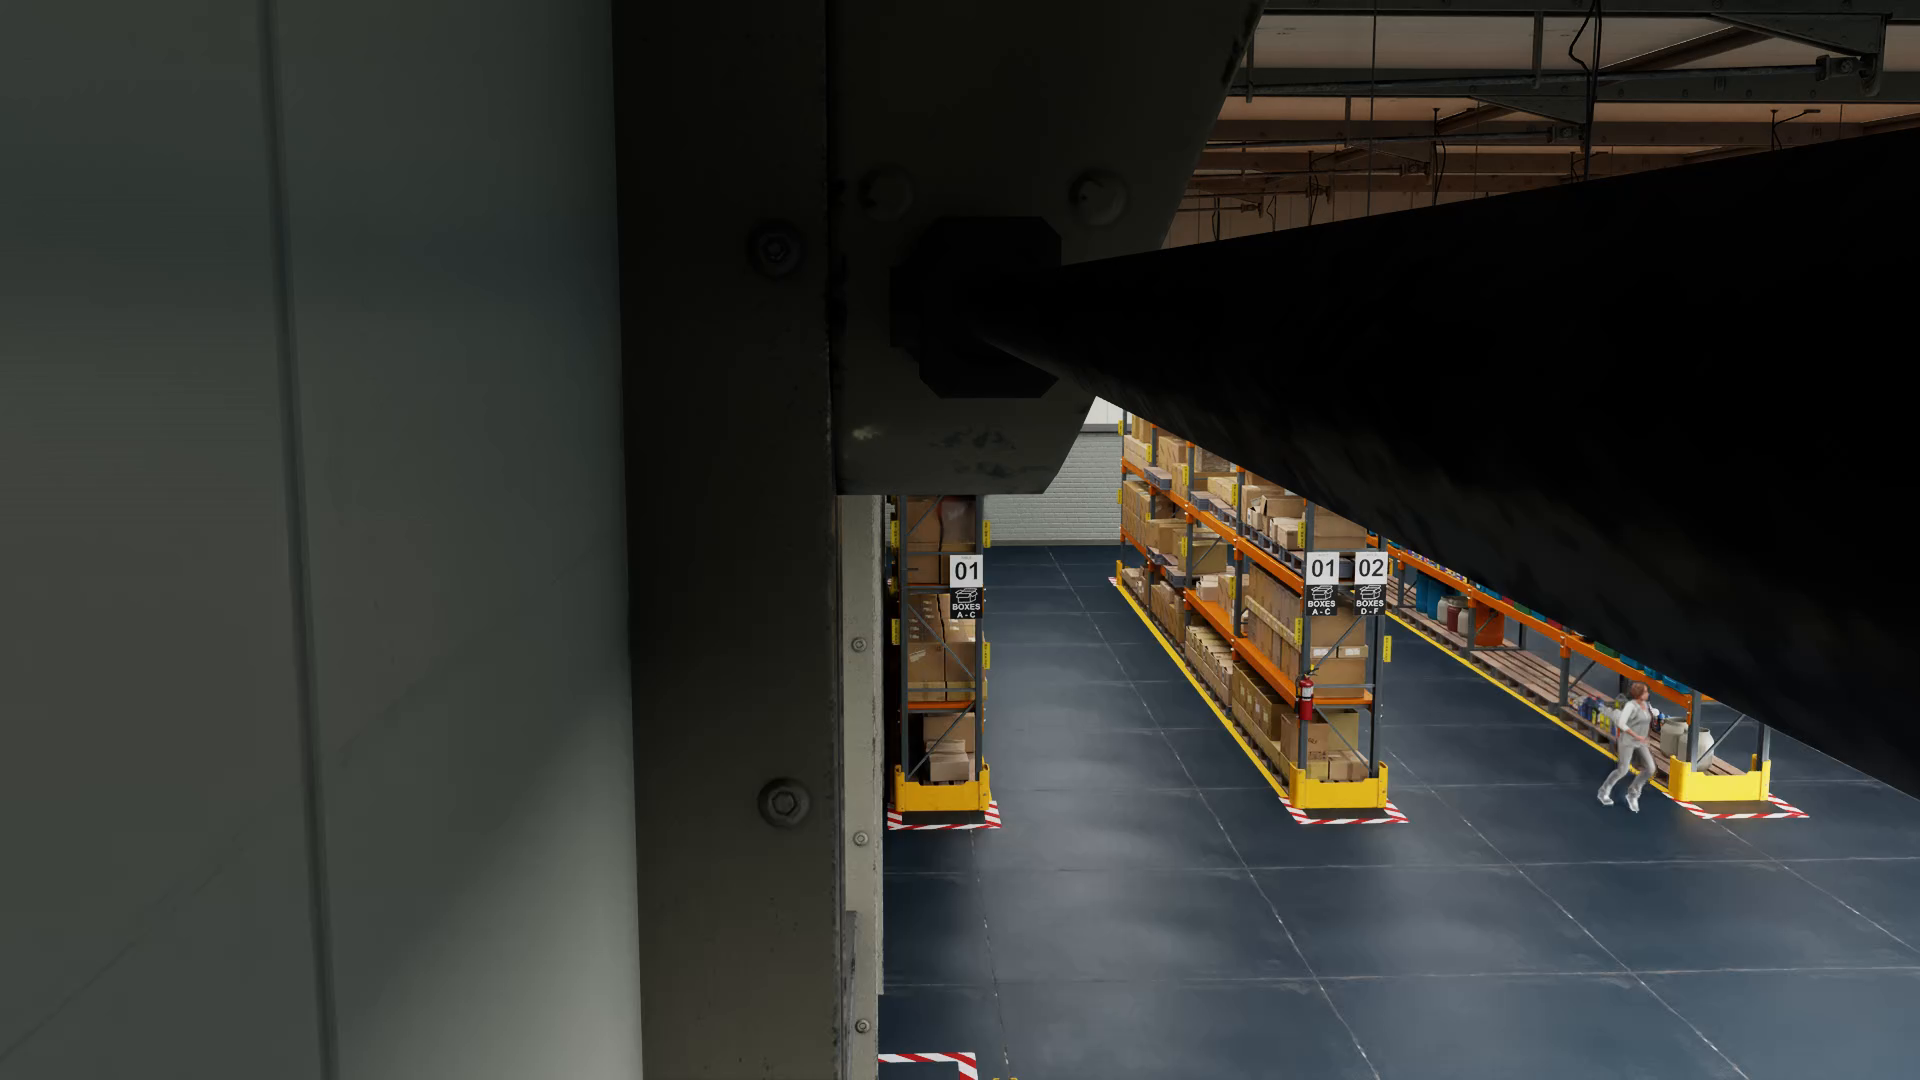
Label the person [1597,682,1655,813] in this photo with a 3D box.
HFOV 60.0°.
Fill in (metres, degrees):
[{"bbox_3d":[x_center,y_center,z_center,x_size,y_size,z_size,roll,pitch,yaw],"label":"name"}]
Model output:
[{"bbox_3d":[8.329,2.542,20.580,0.601,1.587,0.615,-5,10,-31],"label":"person"}]
